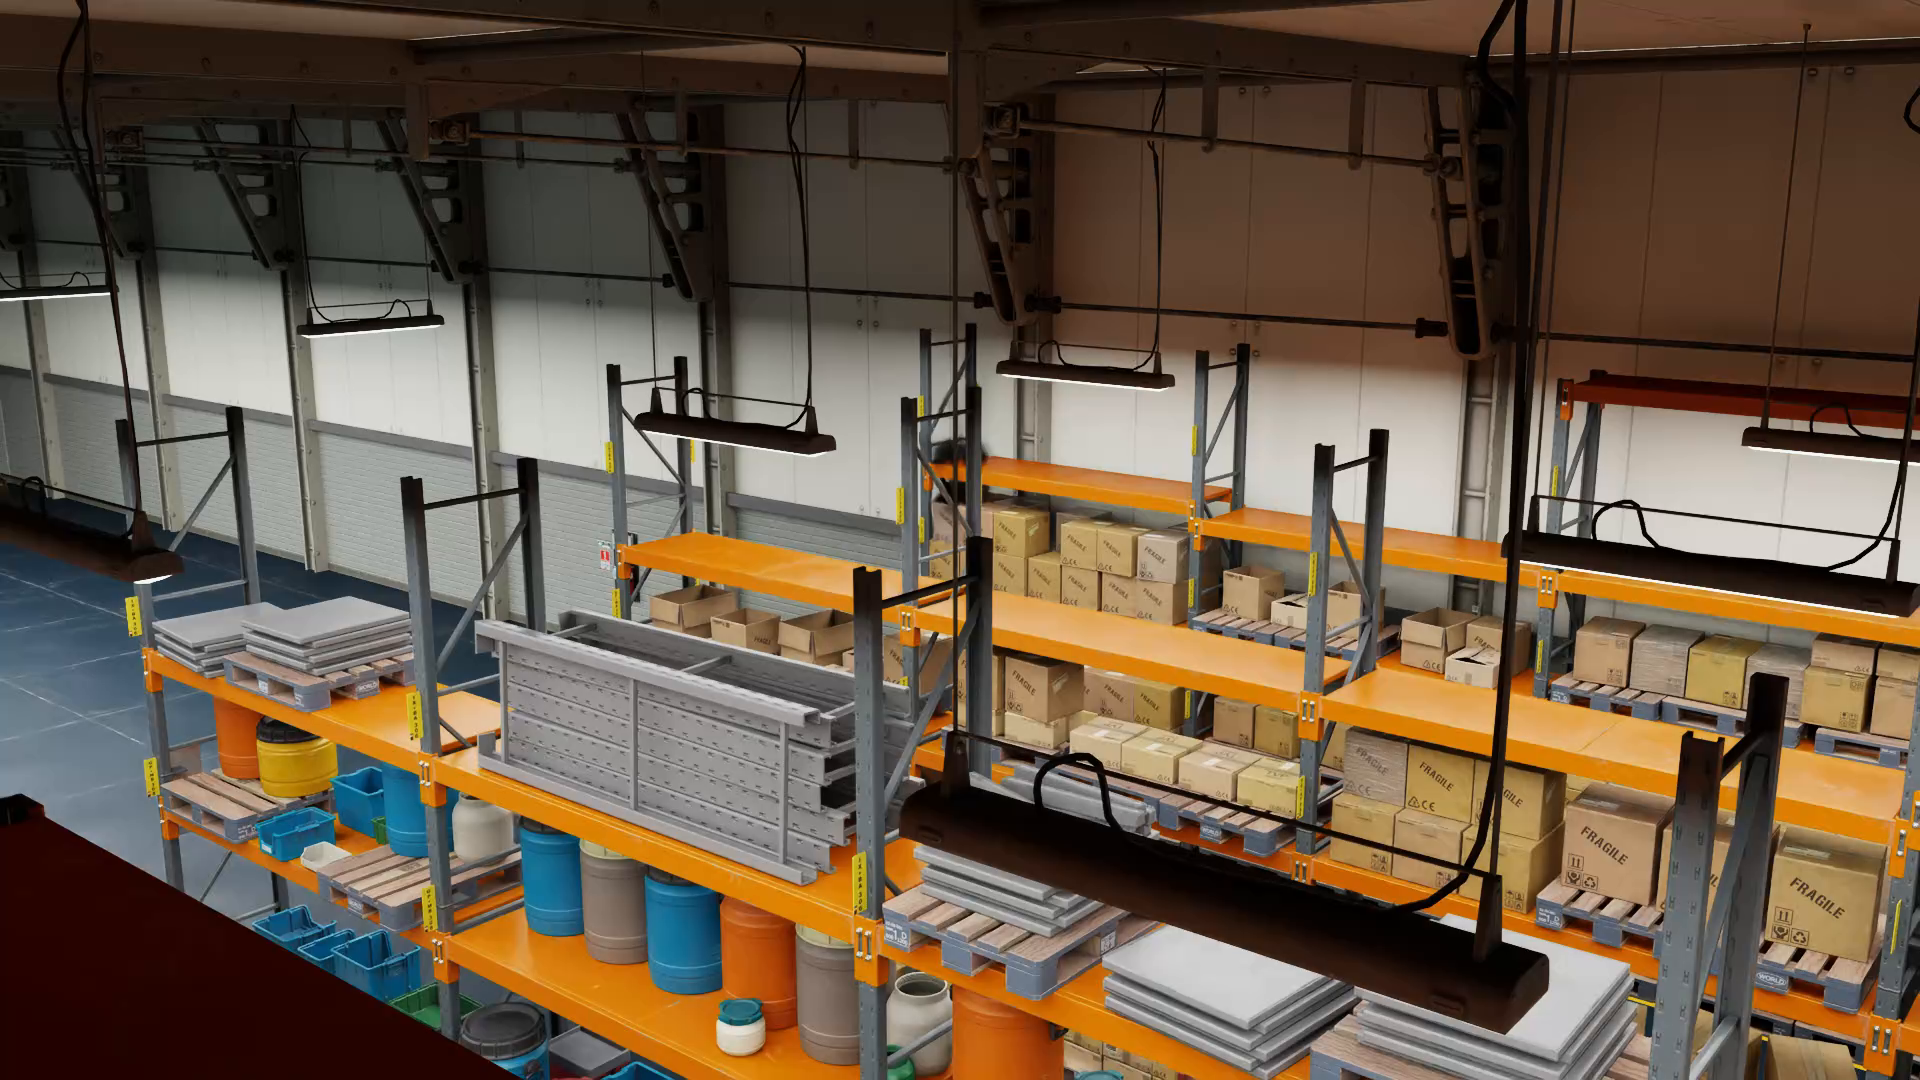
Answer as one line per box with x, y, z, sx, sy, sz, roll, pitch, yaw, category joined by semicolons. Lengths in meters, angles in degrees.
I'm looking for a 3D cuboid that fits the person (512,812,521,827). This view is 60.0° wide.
-5.097;2.903;19.163;0.821;1.671;0.620;-6;14;-26;person
